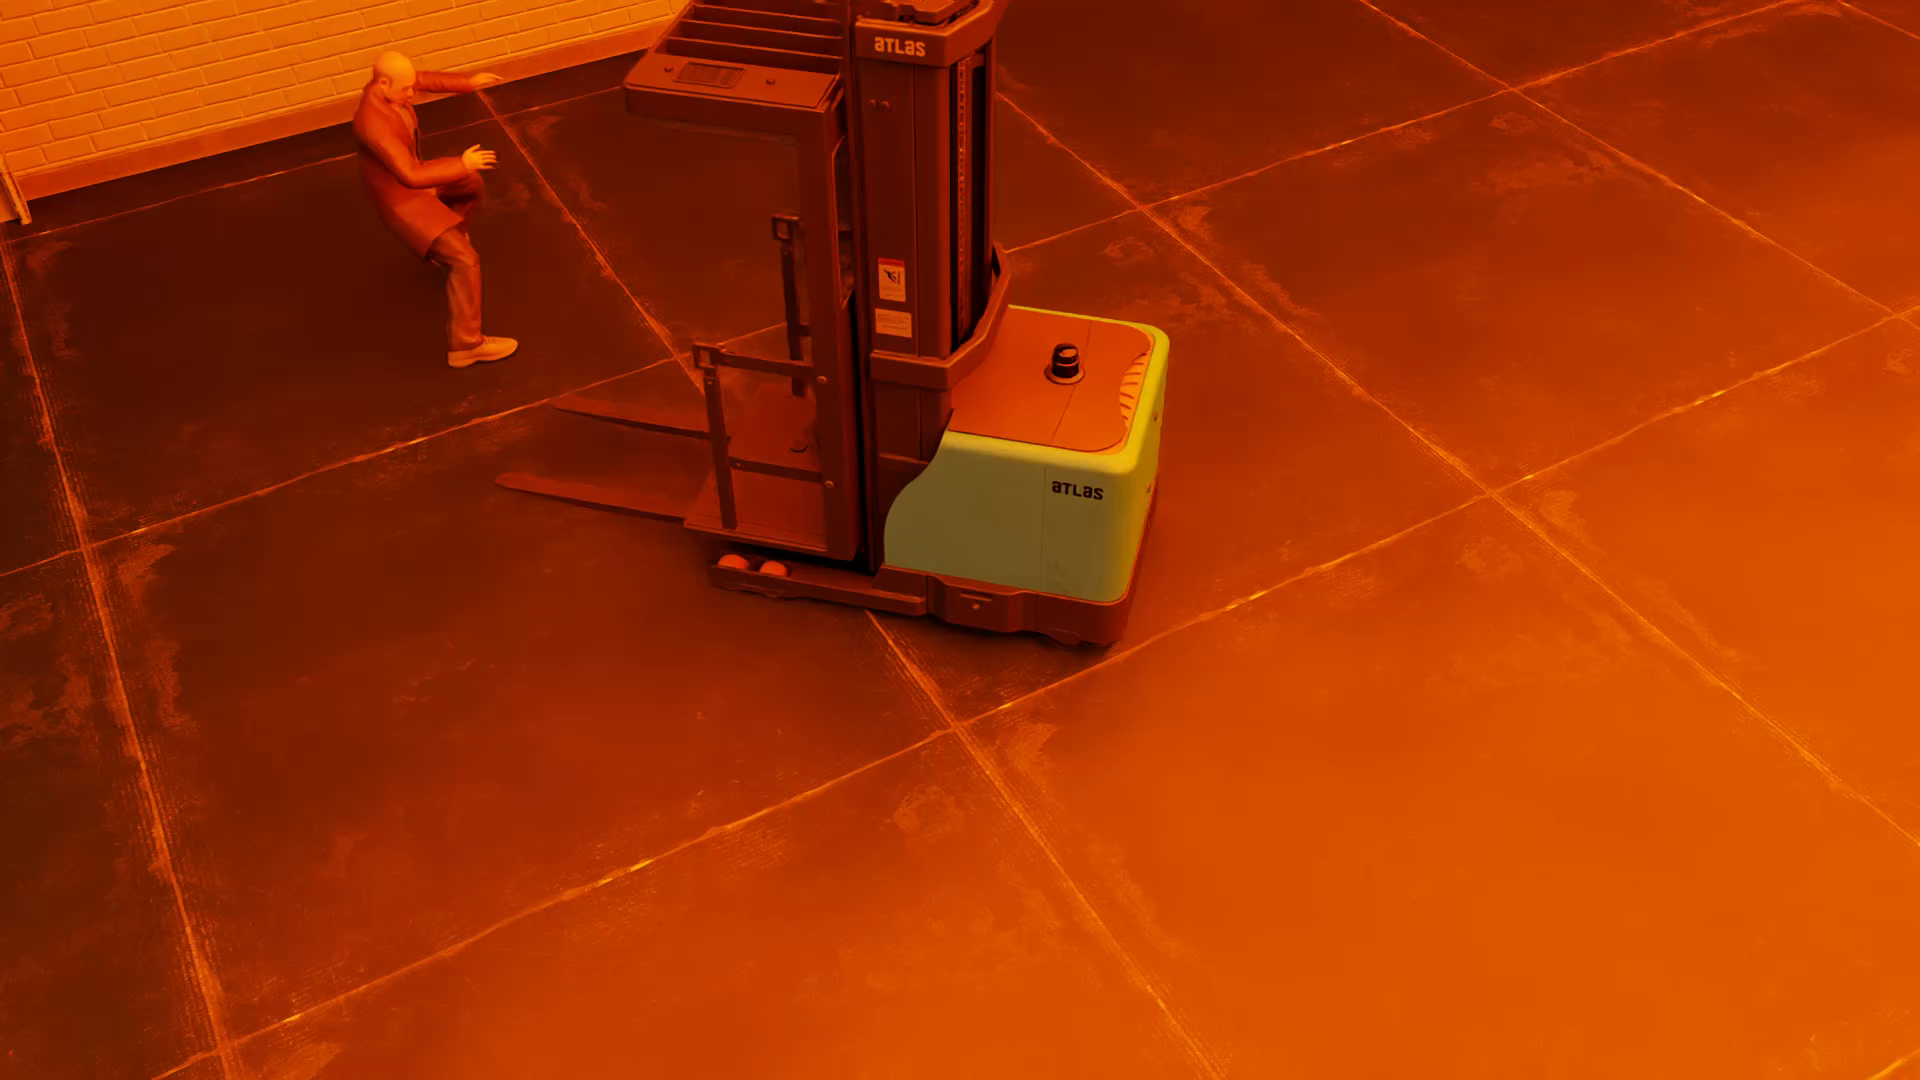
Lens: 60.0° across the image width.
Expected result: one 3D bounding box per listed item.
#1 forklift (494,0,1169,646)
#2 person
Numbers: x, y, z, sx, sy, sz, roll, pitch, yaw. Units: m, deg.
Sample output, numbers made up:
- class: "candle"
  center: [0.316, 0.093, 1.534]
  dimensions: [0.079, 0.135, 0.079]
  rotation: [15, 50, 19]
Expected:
- class: "forklift"
  center: [-0.644, -1.151, 6.939]
  dimensions: [3.031, 2.935, 1.130]
  rotation: [10, 44, 10]
- class: "person"
  center: [-2.733, -1.892, 8.763]
  dimensions: [0.718, 1.535, 1.231]
  rotation: [-2, 43, -2]
